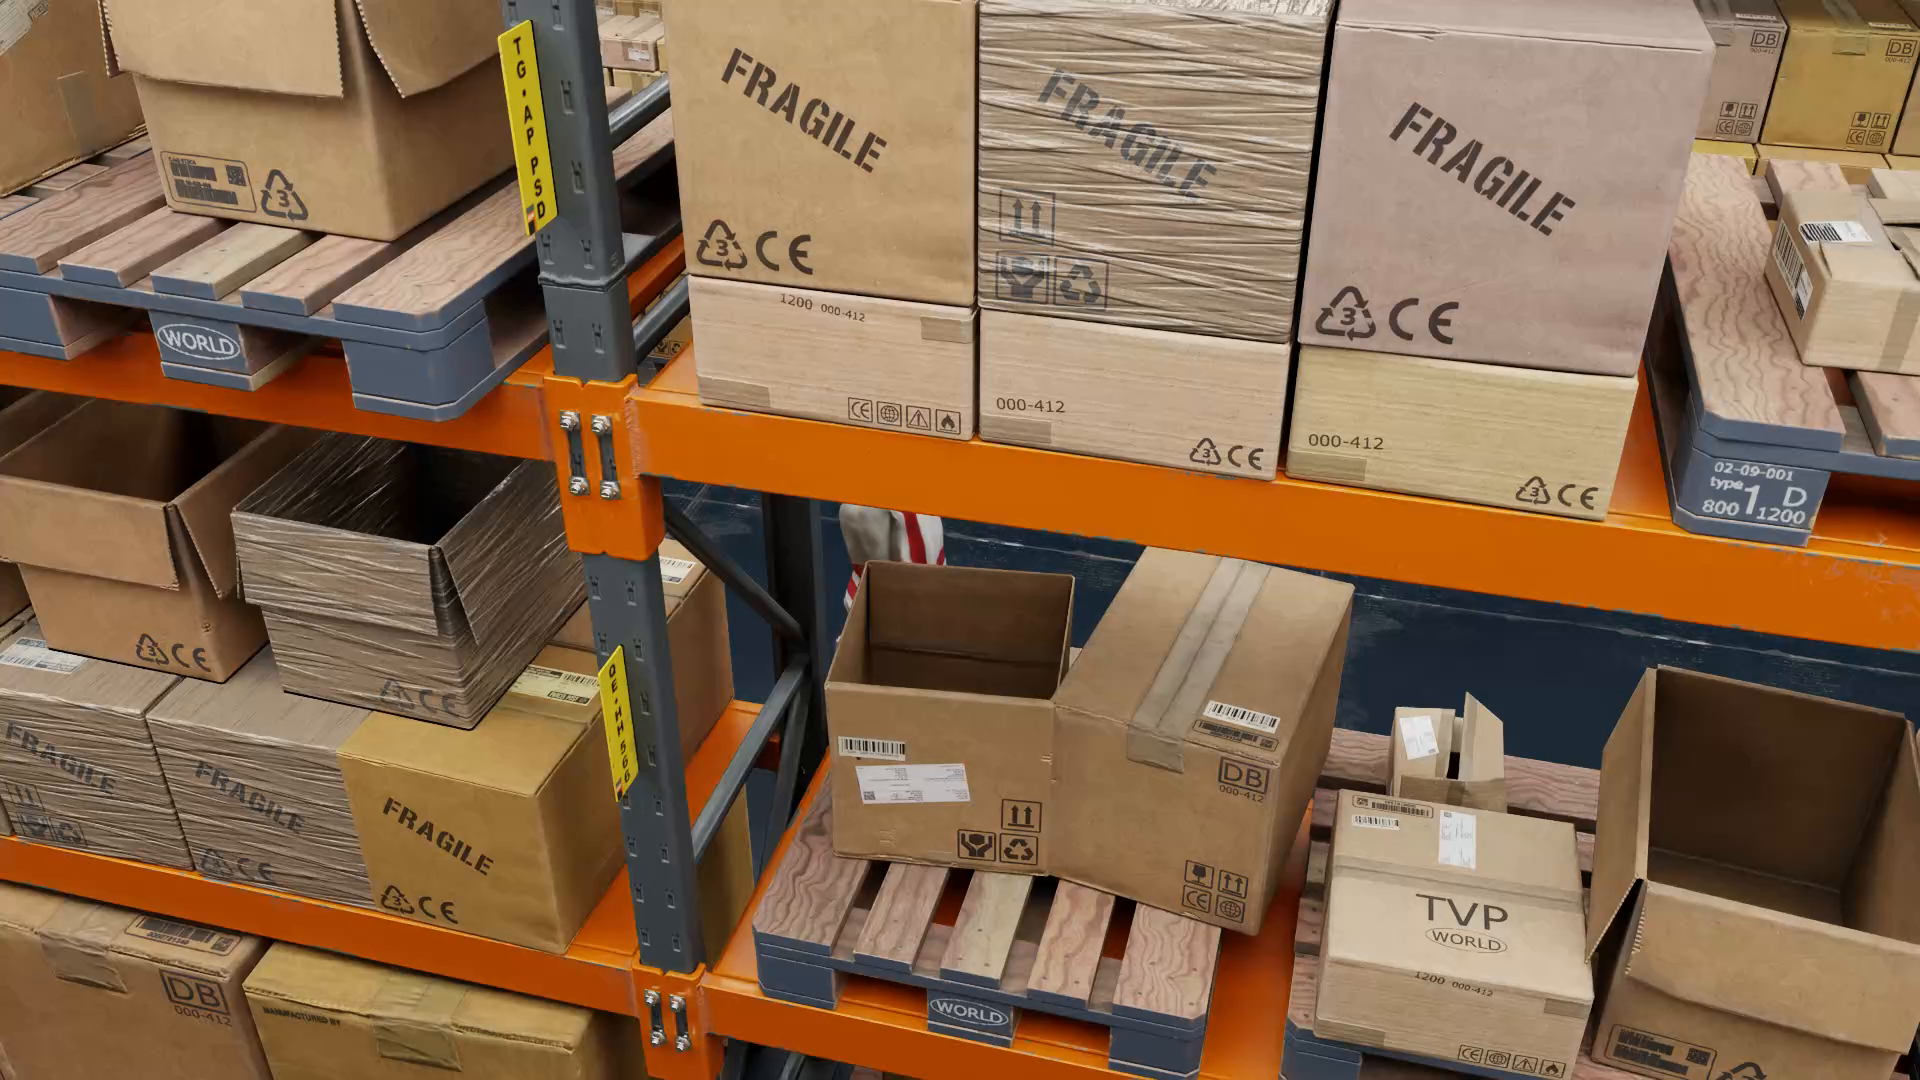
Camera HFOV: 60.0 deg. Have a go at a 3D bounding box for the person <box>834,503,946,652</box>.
[{"bbox_3d":[-0.282,0.210,5.794,0.451,1.779,0.607,8,33,12],"label":"person"}]
